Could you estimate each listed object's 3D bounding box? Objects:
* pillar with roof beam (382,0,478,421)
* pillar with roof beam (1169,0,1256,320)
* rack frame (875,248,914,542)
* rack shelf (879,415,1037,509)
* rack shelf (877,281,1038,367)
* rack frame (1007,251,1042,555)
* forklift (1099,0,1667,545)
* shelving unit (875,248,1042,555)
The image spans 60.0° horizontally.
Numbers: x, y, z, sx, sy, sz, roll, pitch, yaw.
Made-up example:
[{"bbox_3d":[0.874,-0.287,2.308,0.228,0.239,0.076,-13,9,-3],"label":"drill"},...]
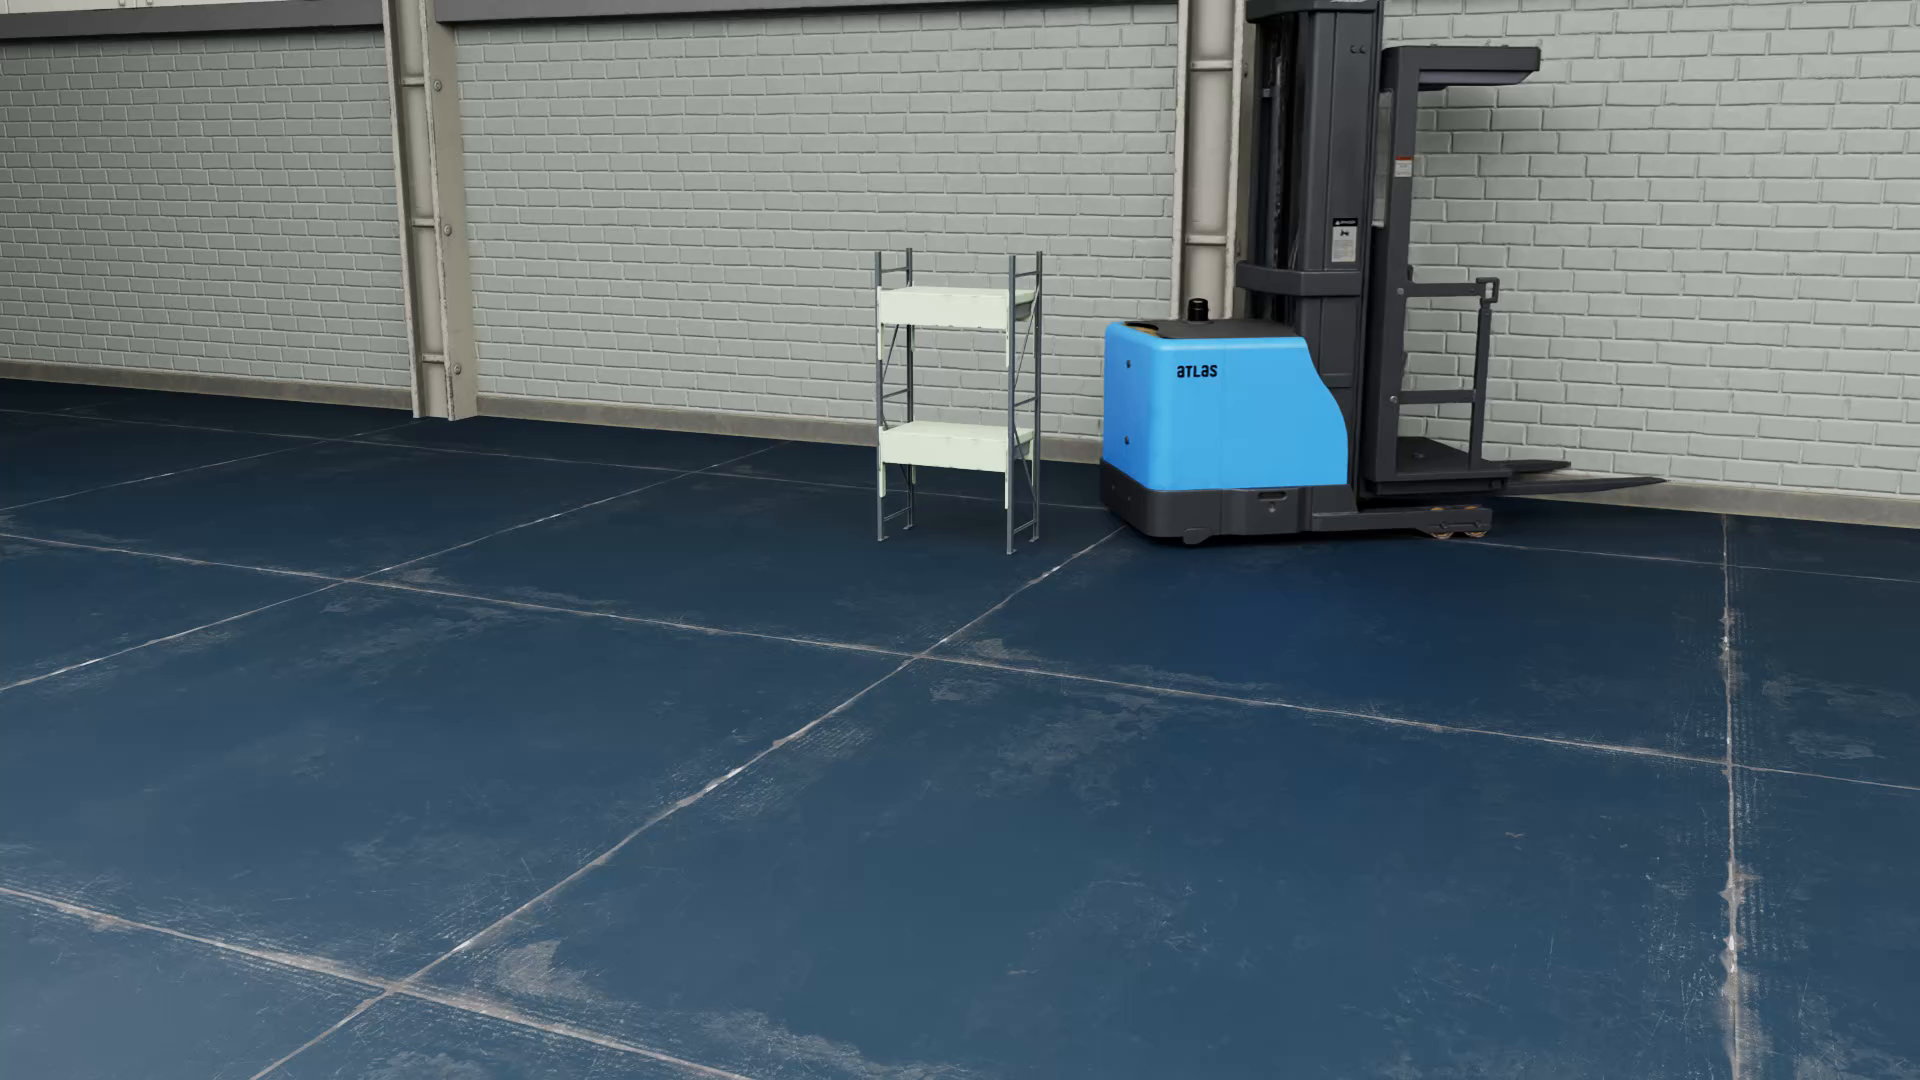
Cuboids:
[{"bbox_3d":[-5.705,-4.438,7.971,0.400,9.000,9.100,6,14,23],"label":"pillar with roof beam"},{"bbox_3d":[-0.219,-3.883,5.605,0.400,9.000,9.100,6,14,23],"label":"pillar with roof beam"},{"bbox_3d":[-0.341,-0.765,8.730,0.023,1.500,0.400,6,14,23],"label":"rack frame"},{"bbox_3d":[-0.006,-0.413,8.661,0.720,0.370,0.431,6,14,23],"label":"rack shelf"},{"bbox_3d":[-0.006,-1.111,8.497,0.720,0.370,0.431,6,14,23],"label":"rack shelf"},{"bbox_3d":[0.329,-0.697,8.442,0.023,1.500,0.400,6,14,23],"label":"rack frame"},{"bbox_3d":[2.356,-1.548,8.934,3.031,2.935,1.130,-2,13,-11],"label":"forklift"},{"bbox_3d":[-0.006,-0.731,8.586,0.755,1.500,0.431,6,14,23],"label":"shelving unit"}]
